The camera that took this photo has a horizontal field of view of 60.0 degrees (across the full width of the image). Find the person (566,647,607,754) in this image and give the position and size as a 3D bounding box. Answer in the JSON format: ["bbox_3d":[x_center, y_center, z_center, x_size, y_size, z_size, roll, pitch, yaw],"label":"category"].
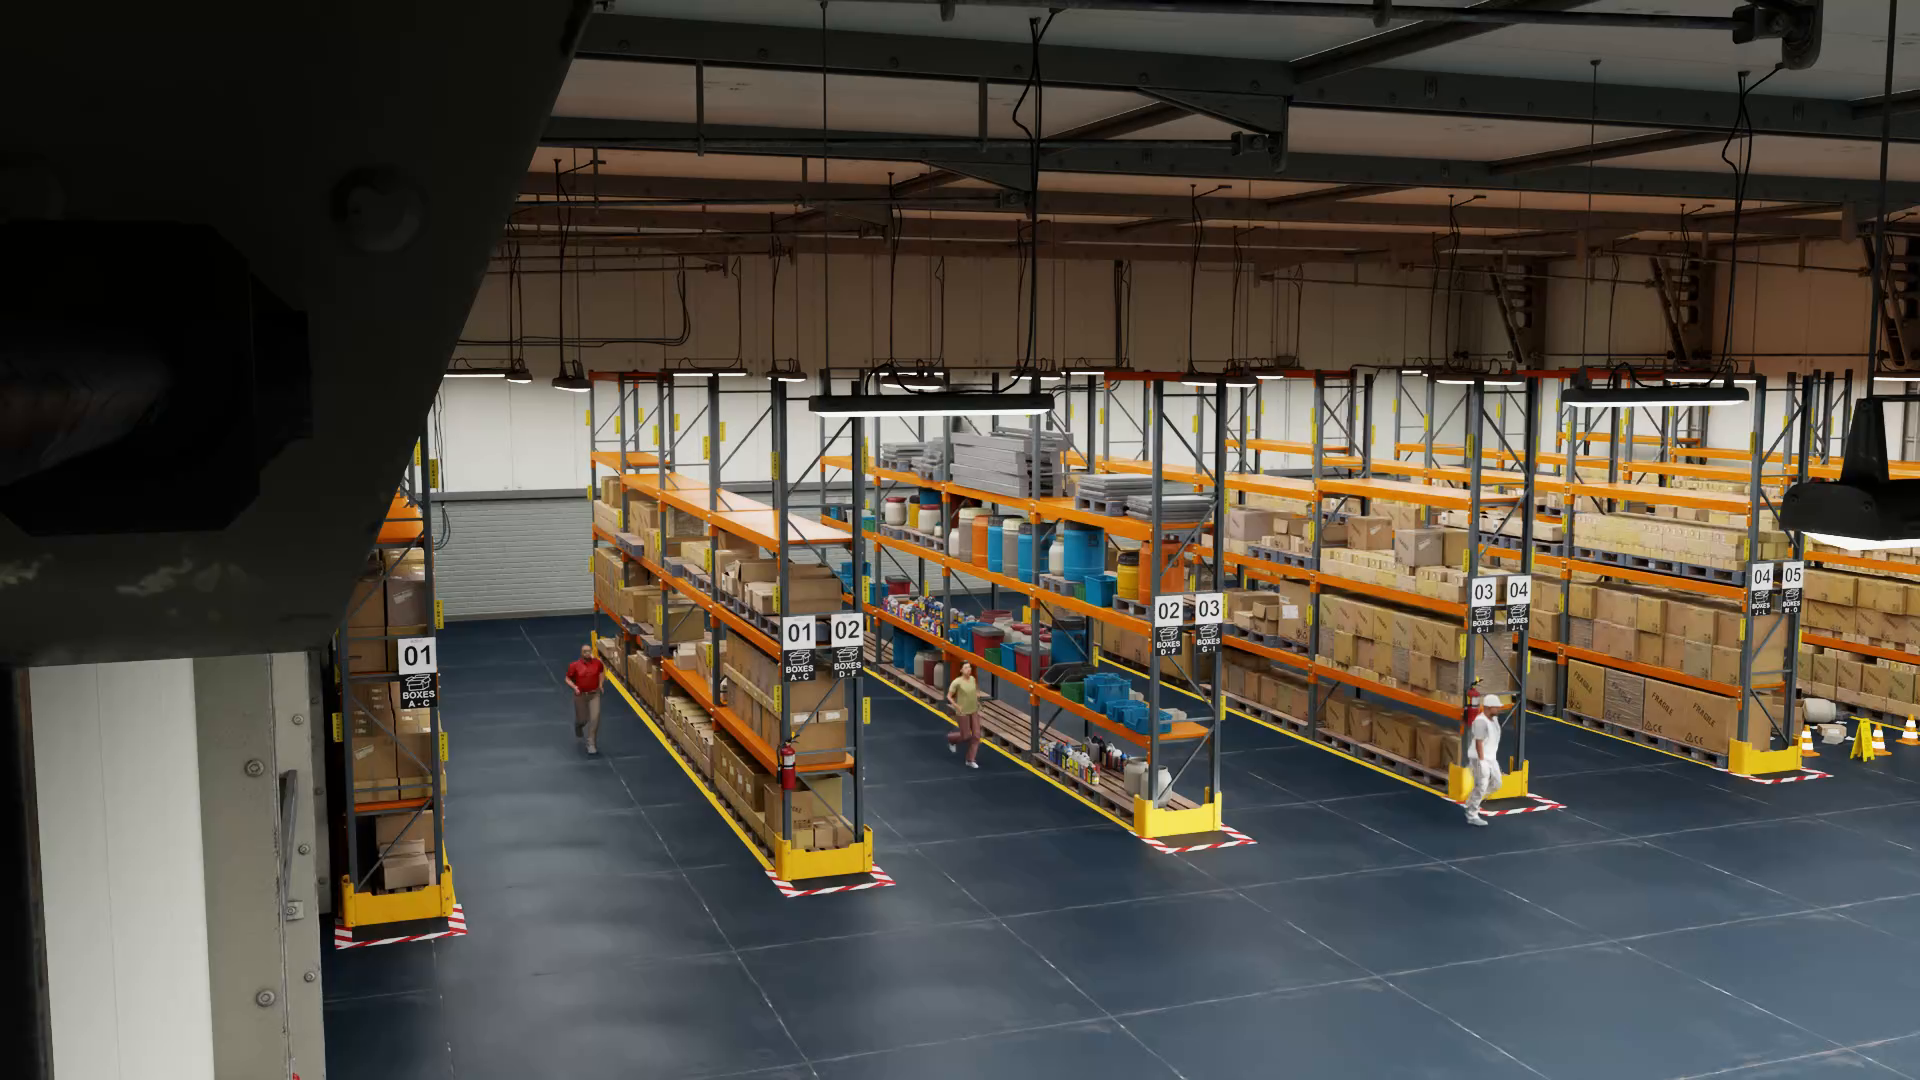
[{"bbox_3d":[-5.970,2.543,26.664,0.672,1.699,0.644,-3,7,-25],"label":"person"}]

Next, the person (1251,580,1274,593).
[{"bbox_3d":[7.561,0.885,41.171,0.692,1.764,0.774,3,7,25],"label":"person"}]

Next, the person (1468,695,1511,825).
[{"bbox_3d":[7.162,2.967,22.422,0.477,1.800,0.623,4,8,34],"label":"person"}]

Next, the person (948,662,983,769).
[{"bbox_3d":[0.106,2.679,25.600,0.586,1.625,0.626,-4,8,-33],"label":"person"}]
